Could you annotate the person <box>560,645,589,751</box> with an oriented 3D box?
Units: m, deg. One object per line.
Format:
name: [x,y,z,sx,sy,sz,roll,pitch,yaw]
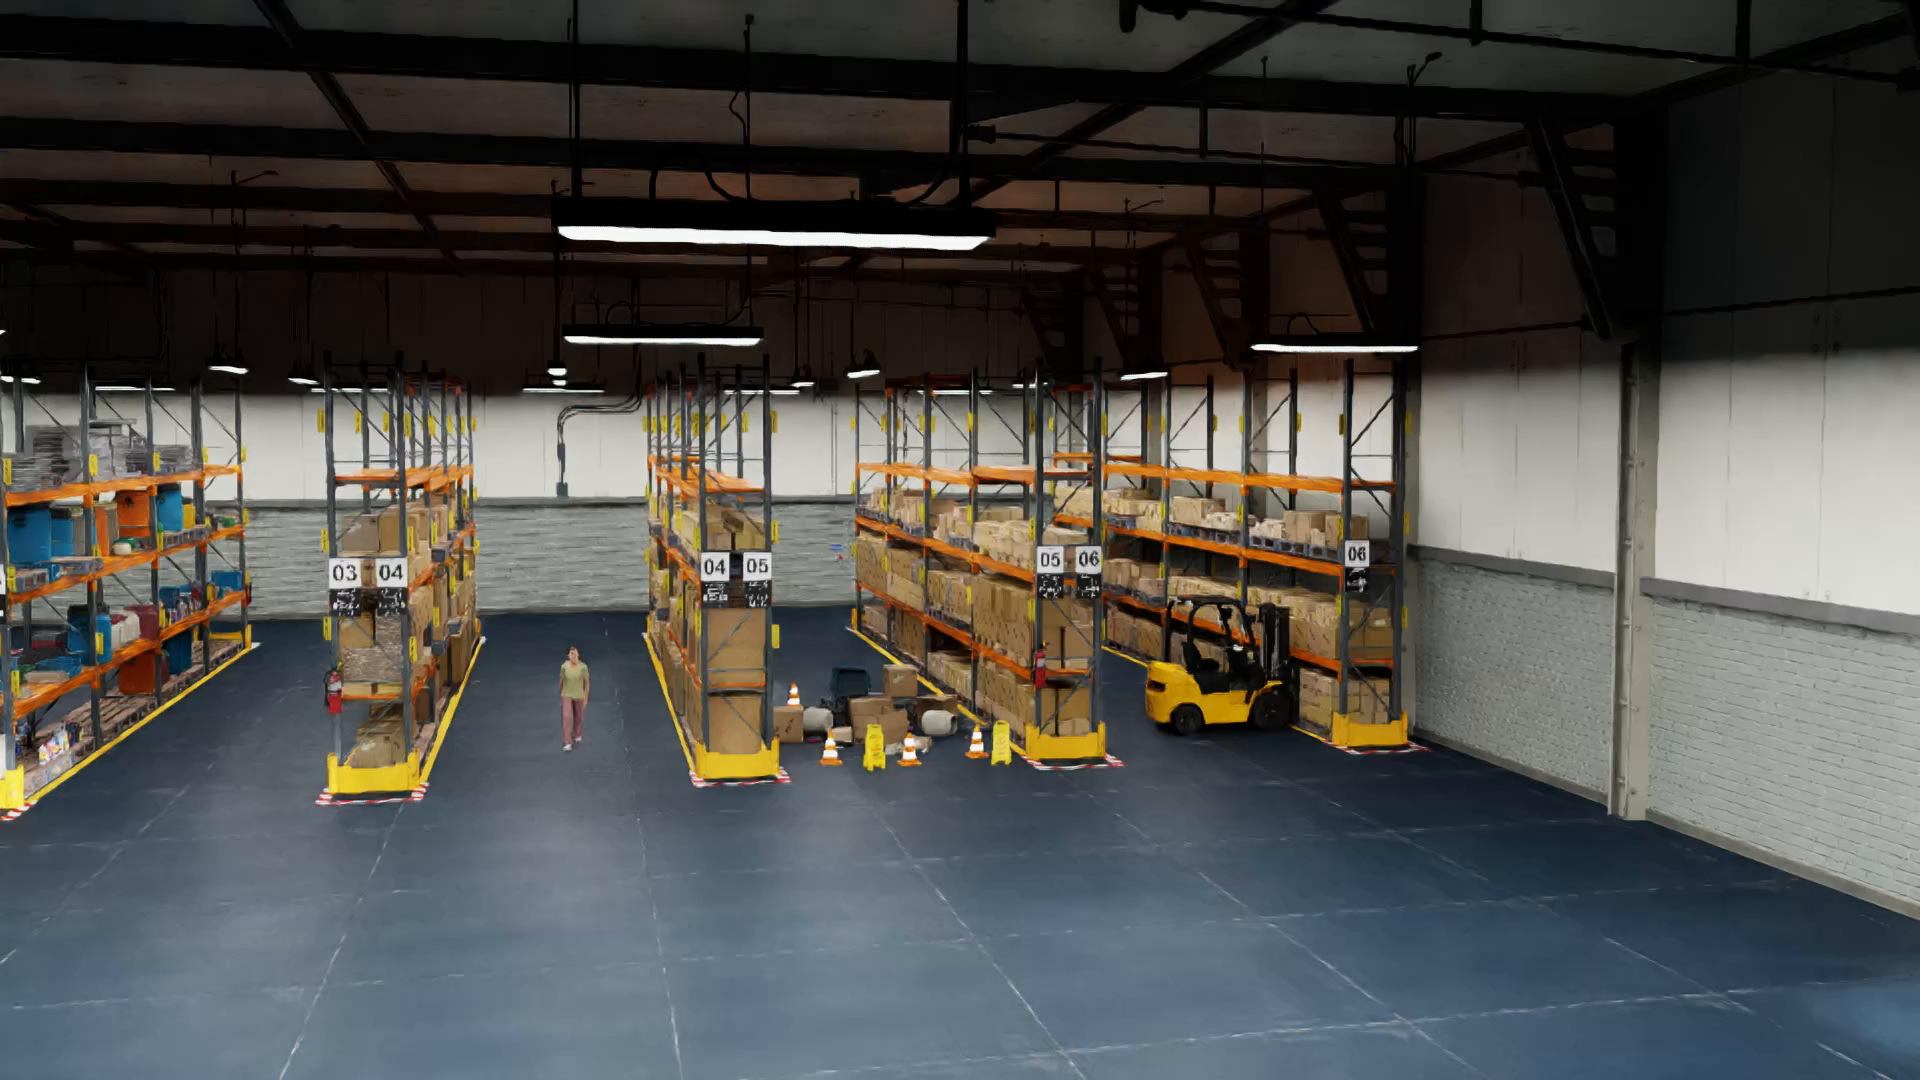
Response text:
person: [-5.940,2.411,25.653,0.447,1.570,1.095,-1,4,-15]
